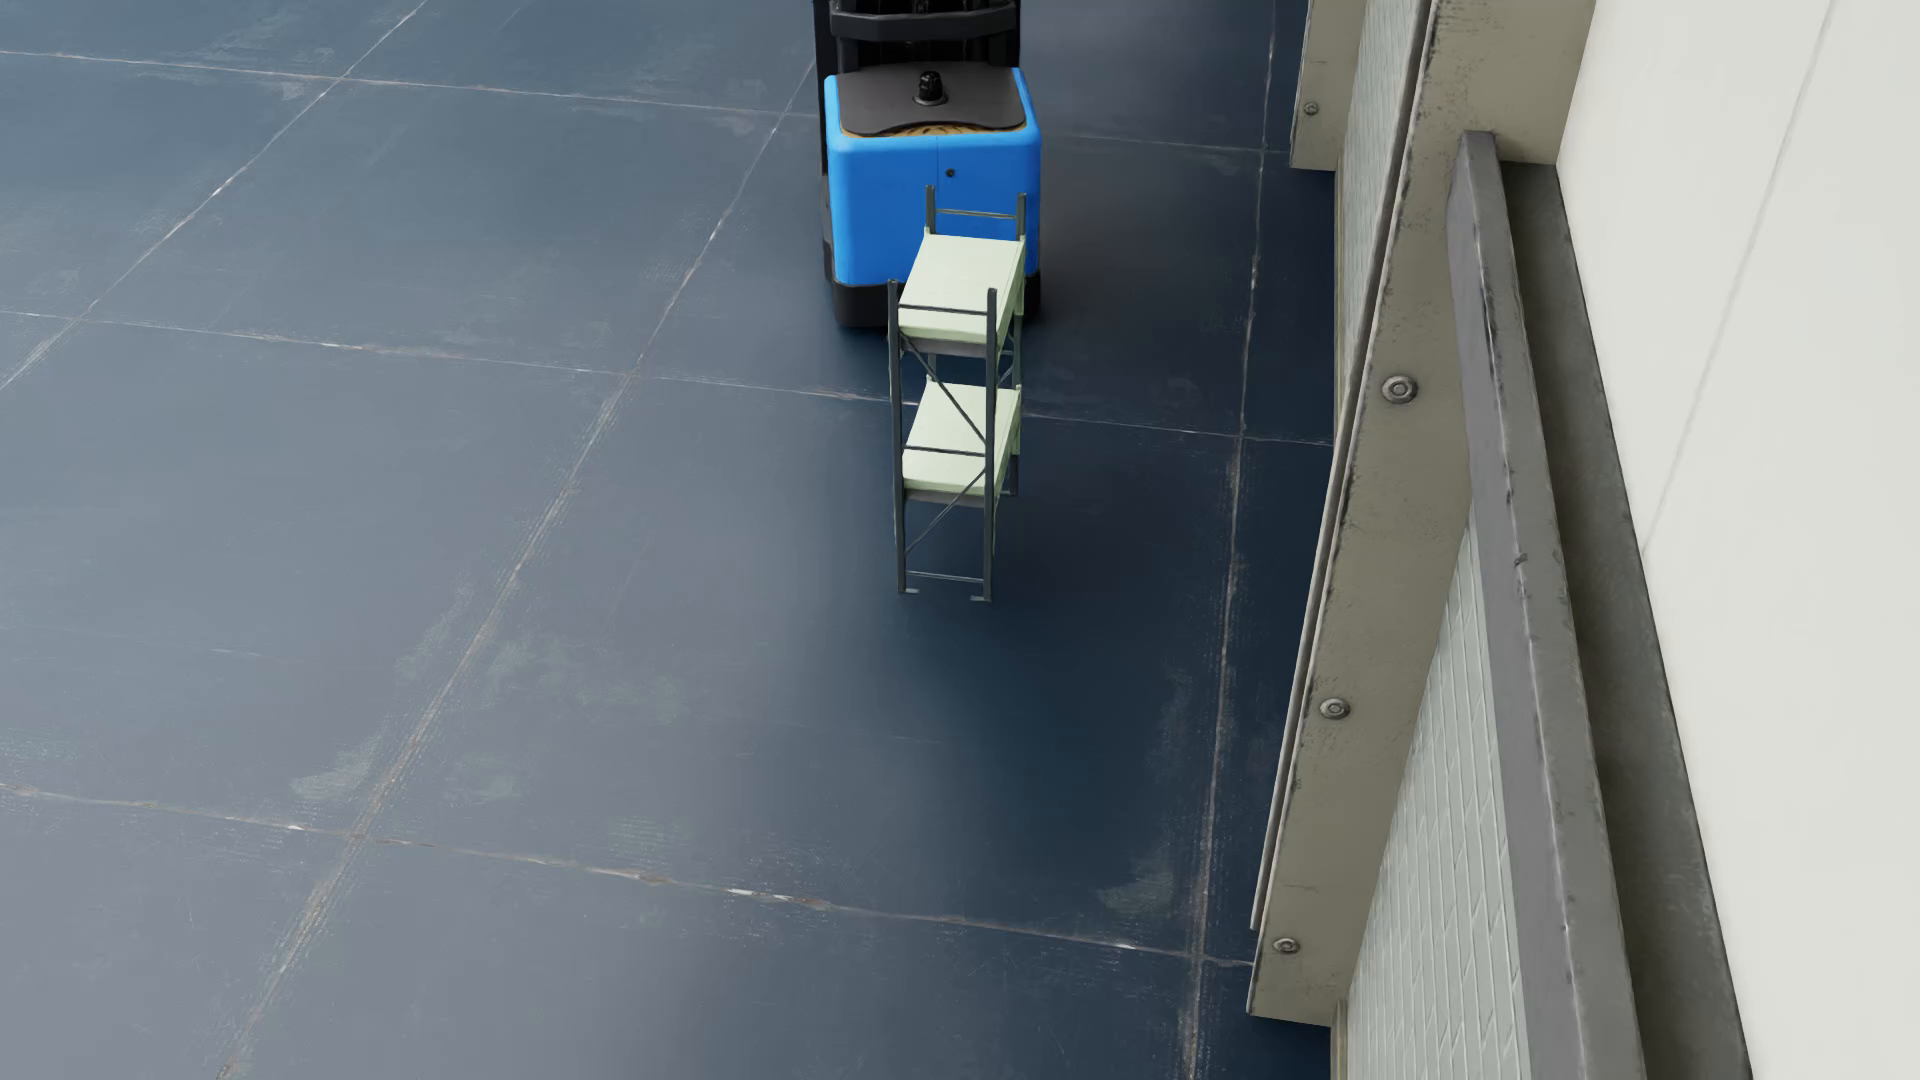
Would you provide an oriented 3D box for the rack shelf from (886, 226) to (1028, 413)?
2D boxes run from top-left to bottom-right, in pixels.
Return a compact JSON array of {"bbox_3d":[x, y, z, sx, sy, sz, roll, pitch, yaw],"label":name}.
[{"bbox_3d":[-0.001,-0.875,6.518,0.431,0.370,0.720,6,40,8],"label":"rack shelf"}]

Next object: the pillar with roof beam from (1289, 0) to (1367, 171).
[{"bbox_3d":[-2.087,-6.279,7.782,9.100,9.000,0.400,6,40,8],"label":"pillar with roof beam"}]

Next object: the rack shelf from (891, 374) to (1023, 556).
[{"bbox_3d":[-0.001,-0.323,6.975,0.431,0.370,0.720,6,40,8],"label":"rack shelf"}]

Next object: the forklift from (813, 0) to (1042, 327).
[{"bbox_3d":[-0.251,-3.139,8.747,1.130,2.935,3.031,-4,40,-4],"label":"forklift"}]

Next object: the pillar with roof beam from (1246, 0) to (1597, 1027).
[{"bbox_3d":[-3.125,-2.513,3.227,9.100,9.000,0.400,6,40,8],"label":"pillar with roof beam"}]

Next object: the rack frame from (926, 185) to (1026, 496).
[{"bbox_3d":[0.062,-0.804,7.045,0.400,1.500,0.023,6,40,8],"label":"rack frame"}]

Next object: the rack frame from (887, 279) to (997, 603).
[{"bbox_3d":[-0.064,-0.344,6.489,0.400,1.500,0.023,6,40,8],"label":"rack frame"}]

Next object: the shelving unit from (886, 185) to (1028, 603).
[{"bbox_3d":[-0.001,-0.574,6.767,0.431,1.500,0.755,6,40,8],"label":"shelving unit"}]
